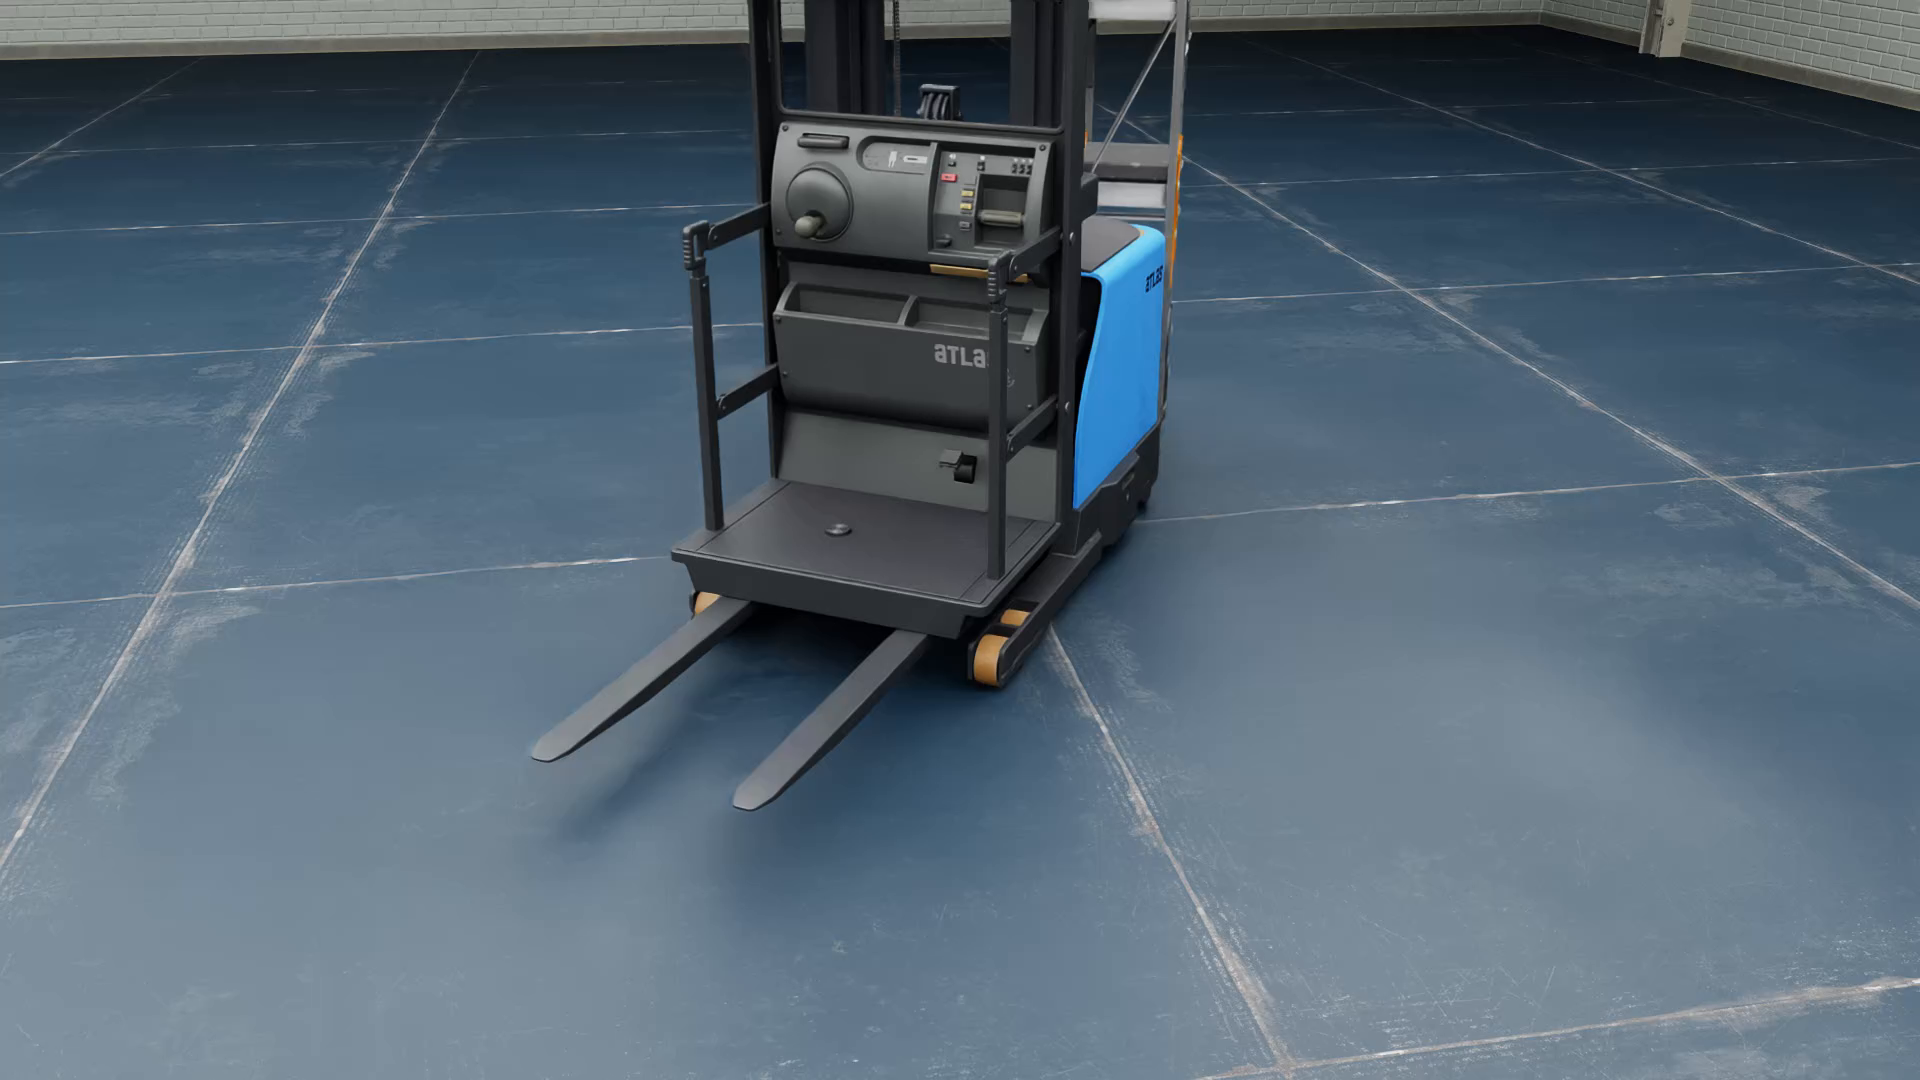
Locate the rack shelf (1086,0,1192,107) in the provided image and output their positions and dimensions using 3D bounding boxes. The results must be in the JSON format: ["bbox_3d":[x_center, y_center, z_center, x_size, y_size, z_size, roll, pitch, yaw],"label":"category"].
[{"bbox_3d":[0.676,-1.983,6.437,0.431,0.518,0.480,4,23,8],"label":"rack shelf"}]

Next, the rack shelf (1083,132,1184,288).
[{"bbox_3d":[0.669,-1.337,6.707,0.431,0.518,0.480,4,23,8],"label":"rack shelf"}]

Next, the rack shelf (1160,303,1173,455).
[{"bbox_3d":[0.662,-0.691,6.978,0.431,0.518,0.480,4,23,8],"label":"rack shelf"}]

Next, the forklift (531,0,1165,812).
[{"bbox_3d":[-0.244,-1.075,5.049,1.130,2.935,3.031,9,25,21],"label":"forklift"}]

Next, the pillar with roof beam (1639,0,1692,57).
[{"bbox_3d":[3.710,-9.310,16.323,9.100,9.000,0.400,-4,24,-10],"label":"pillar with roof beam"}]

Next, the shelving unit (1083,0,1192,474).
[{"bbox_3d":[0.669,-1.350,6.702,0.431,2.100,0.503,4,23,8],"label":"shelving unit"}]

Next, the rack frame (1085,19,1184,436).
[{"bbox_3d":[0.706,-1.442,6.925,0.400,2.100,0.015,4,23,8],"label":"rack frame"}]

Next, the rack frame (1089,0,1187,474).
[{"bbox_3d":[0.632,-1.257,6.479,0.400,2.100,0.015,4,23,8],"label":"rack frame"}]
